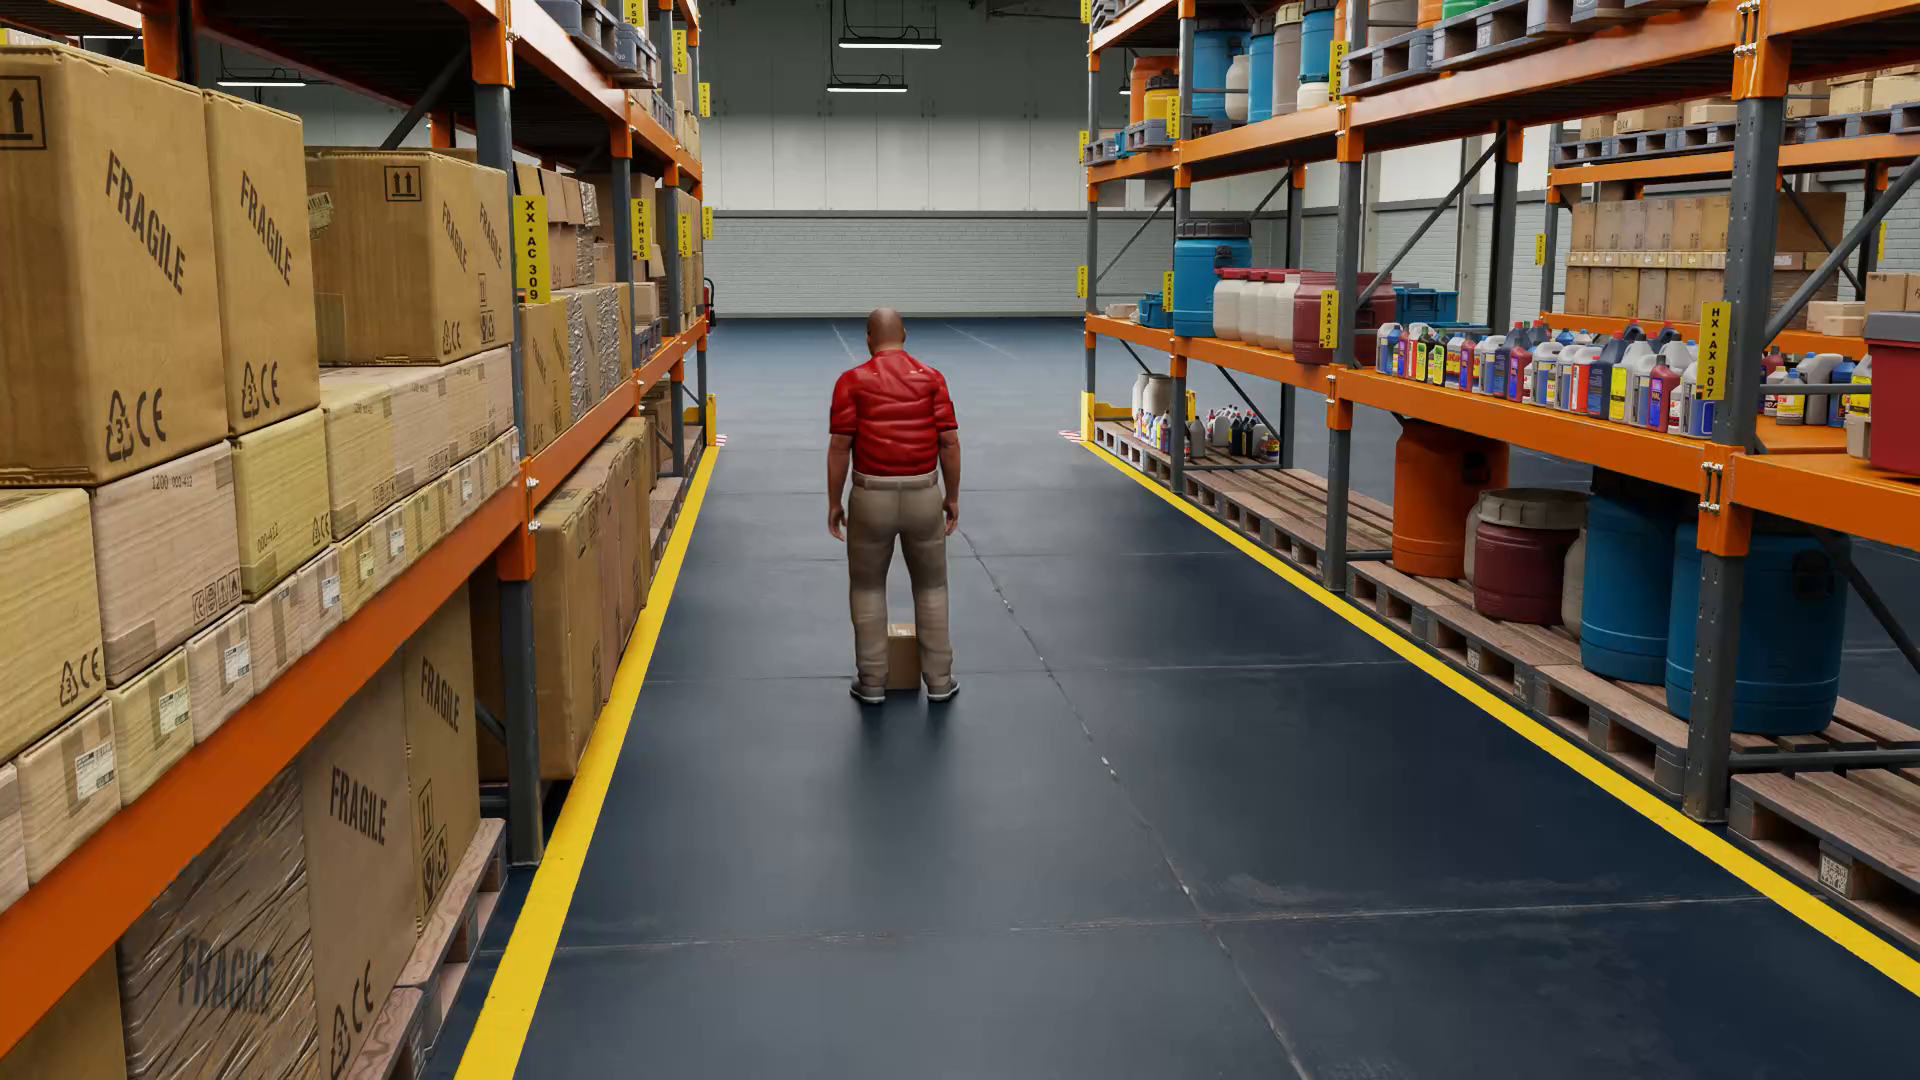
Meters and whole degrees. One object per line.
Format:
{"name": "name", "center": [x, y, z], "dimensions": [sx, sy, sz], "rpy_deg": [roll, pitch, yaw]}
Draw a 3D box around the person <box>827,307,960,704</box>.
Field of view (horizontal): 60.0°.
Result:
{"name": "person", "center": [-0.285, -0.147, 7.285], "dimensions": [0.602, 1.726, 0.393], "rpy_deg": [-2, 10, -10]}
